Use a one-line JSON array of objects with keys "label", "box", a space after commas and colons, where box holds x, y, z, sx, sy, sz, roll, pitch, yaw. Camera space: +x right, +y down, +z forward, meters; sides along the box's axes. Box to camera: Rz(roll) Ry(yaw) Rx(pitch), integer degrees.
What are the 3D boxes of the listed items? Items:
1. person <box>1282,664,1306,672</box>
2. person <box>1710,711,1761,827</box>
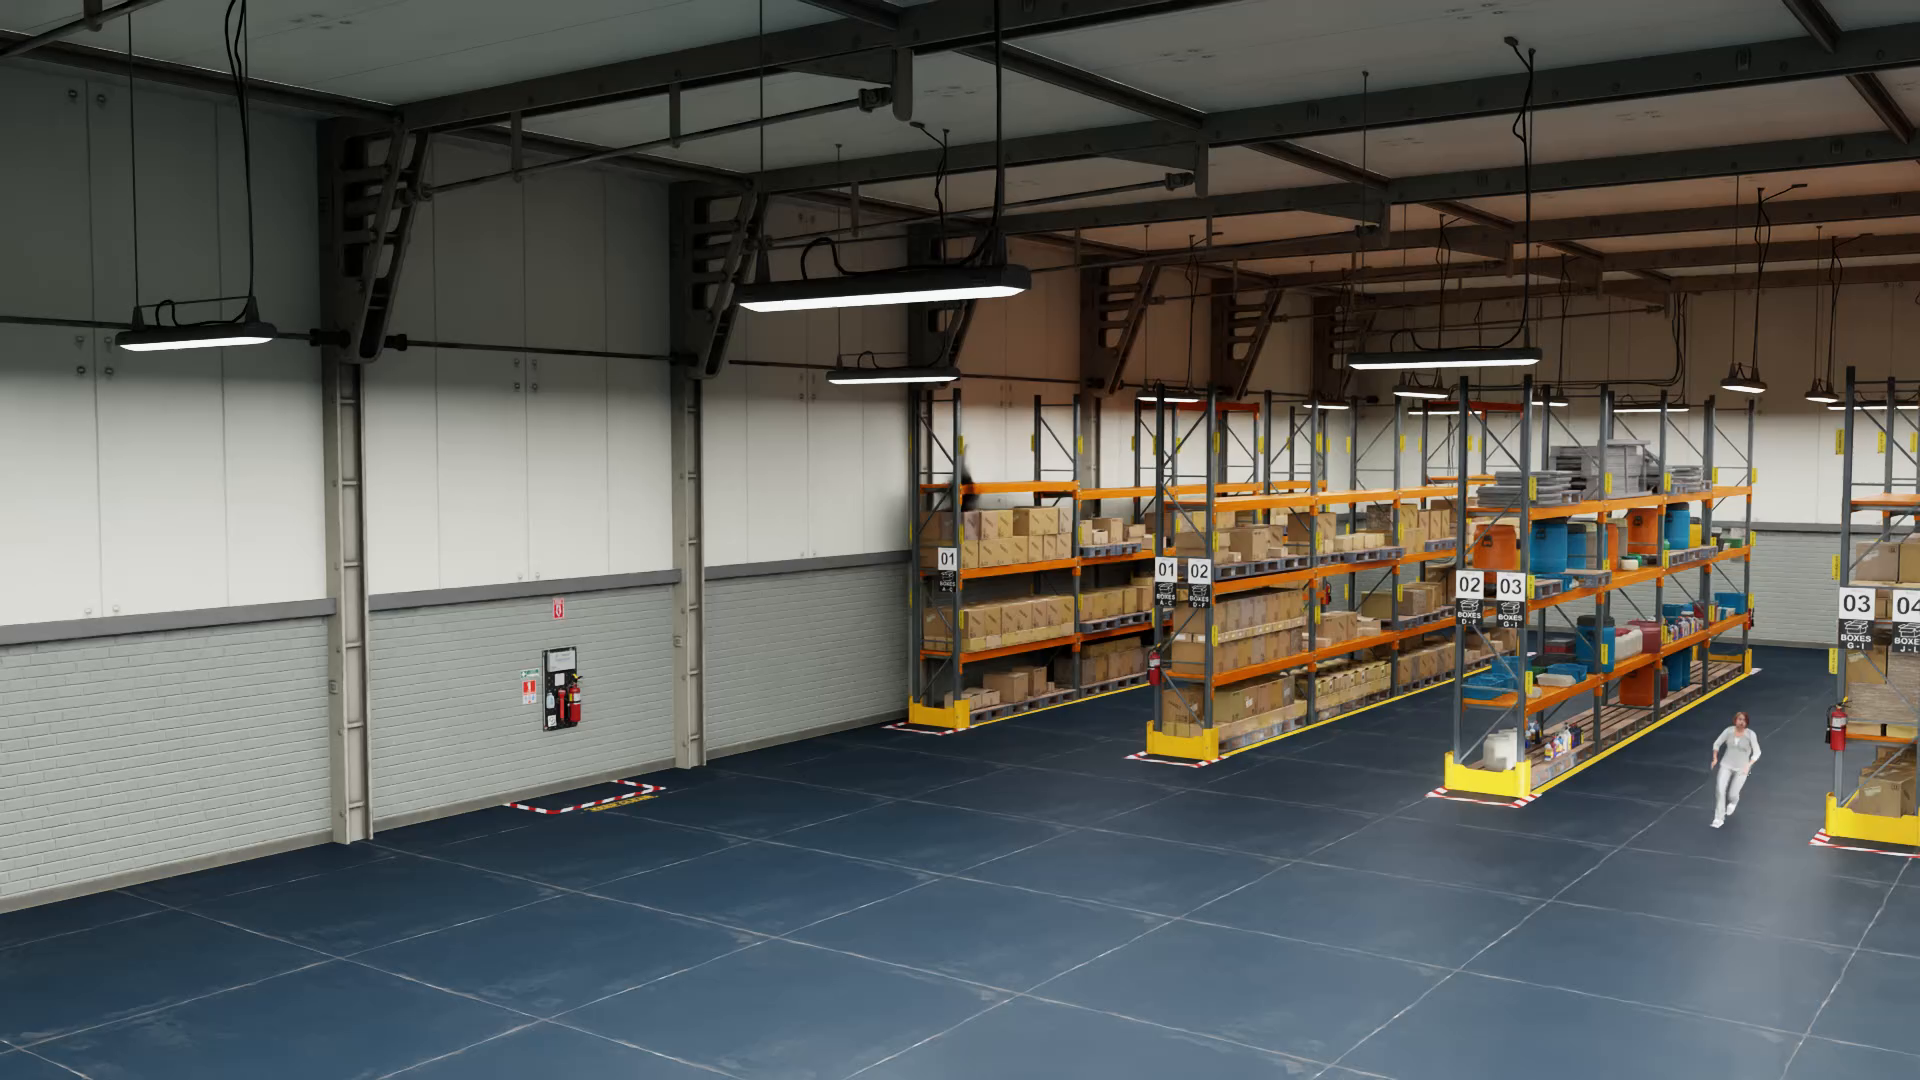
[{"label": "person", "box": [6.897, 2.209, 33.964, 0.961, 1.691, 0.666, -3, 4, -38]}, {"label": "person", "box": [10.180, 2.995, 21.817, 0.579, 1.539, 0.573, 2, 4, 35]}]
